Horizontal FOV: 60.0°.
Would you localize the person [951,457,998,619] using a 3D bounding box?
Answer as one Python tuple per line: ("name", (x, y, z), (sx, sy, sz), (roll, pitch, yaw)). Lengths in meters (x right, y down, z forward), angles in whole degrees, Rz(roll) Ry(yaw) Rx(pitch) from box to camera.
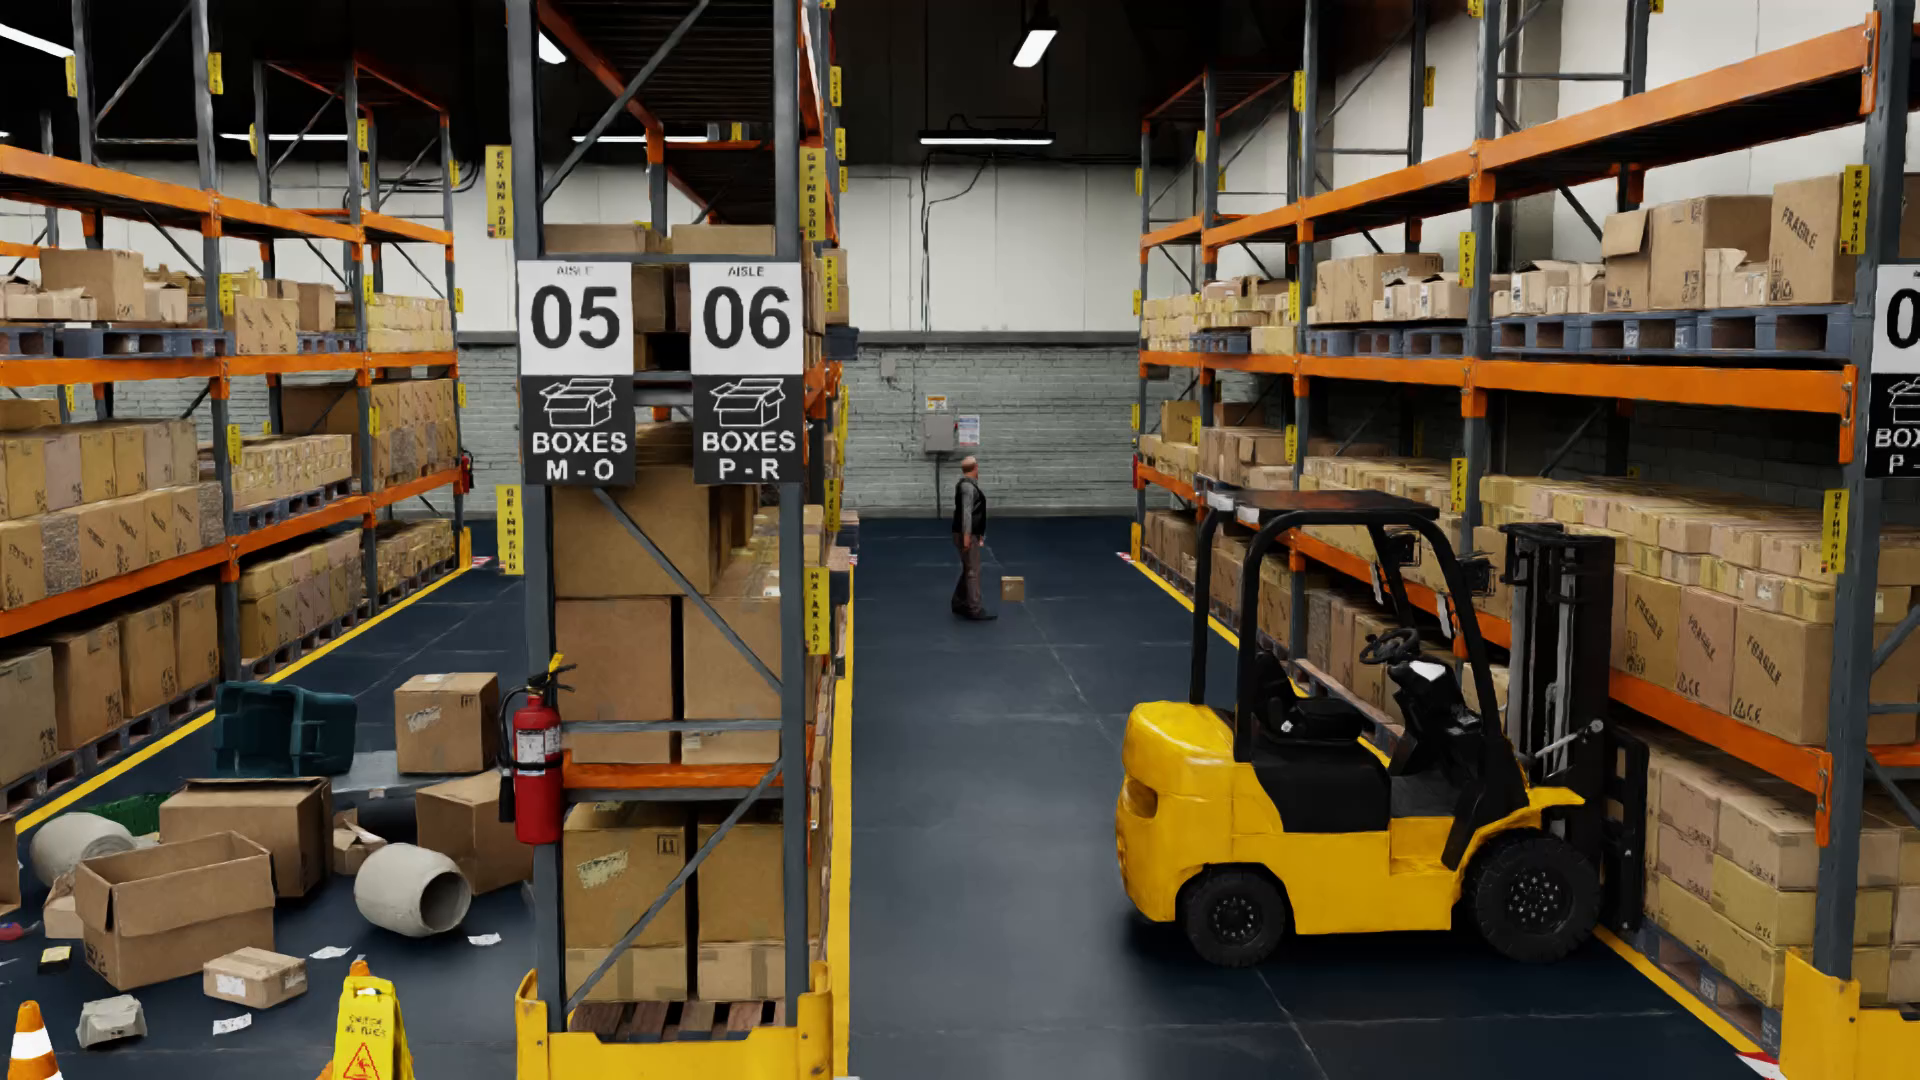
("person", (0.153, -0.023, 17.694), (0.551, 1.712, 0.661), (1, 7, 6))
